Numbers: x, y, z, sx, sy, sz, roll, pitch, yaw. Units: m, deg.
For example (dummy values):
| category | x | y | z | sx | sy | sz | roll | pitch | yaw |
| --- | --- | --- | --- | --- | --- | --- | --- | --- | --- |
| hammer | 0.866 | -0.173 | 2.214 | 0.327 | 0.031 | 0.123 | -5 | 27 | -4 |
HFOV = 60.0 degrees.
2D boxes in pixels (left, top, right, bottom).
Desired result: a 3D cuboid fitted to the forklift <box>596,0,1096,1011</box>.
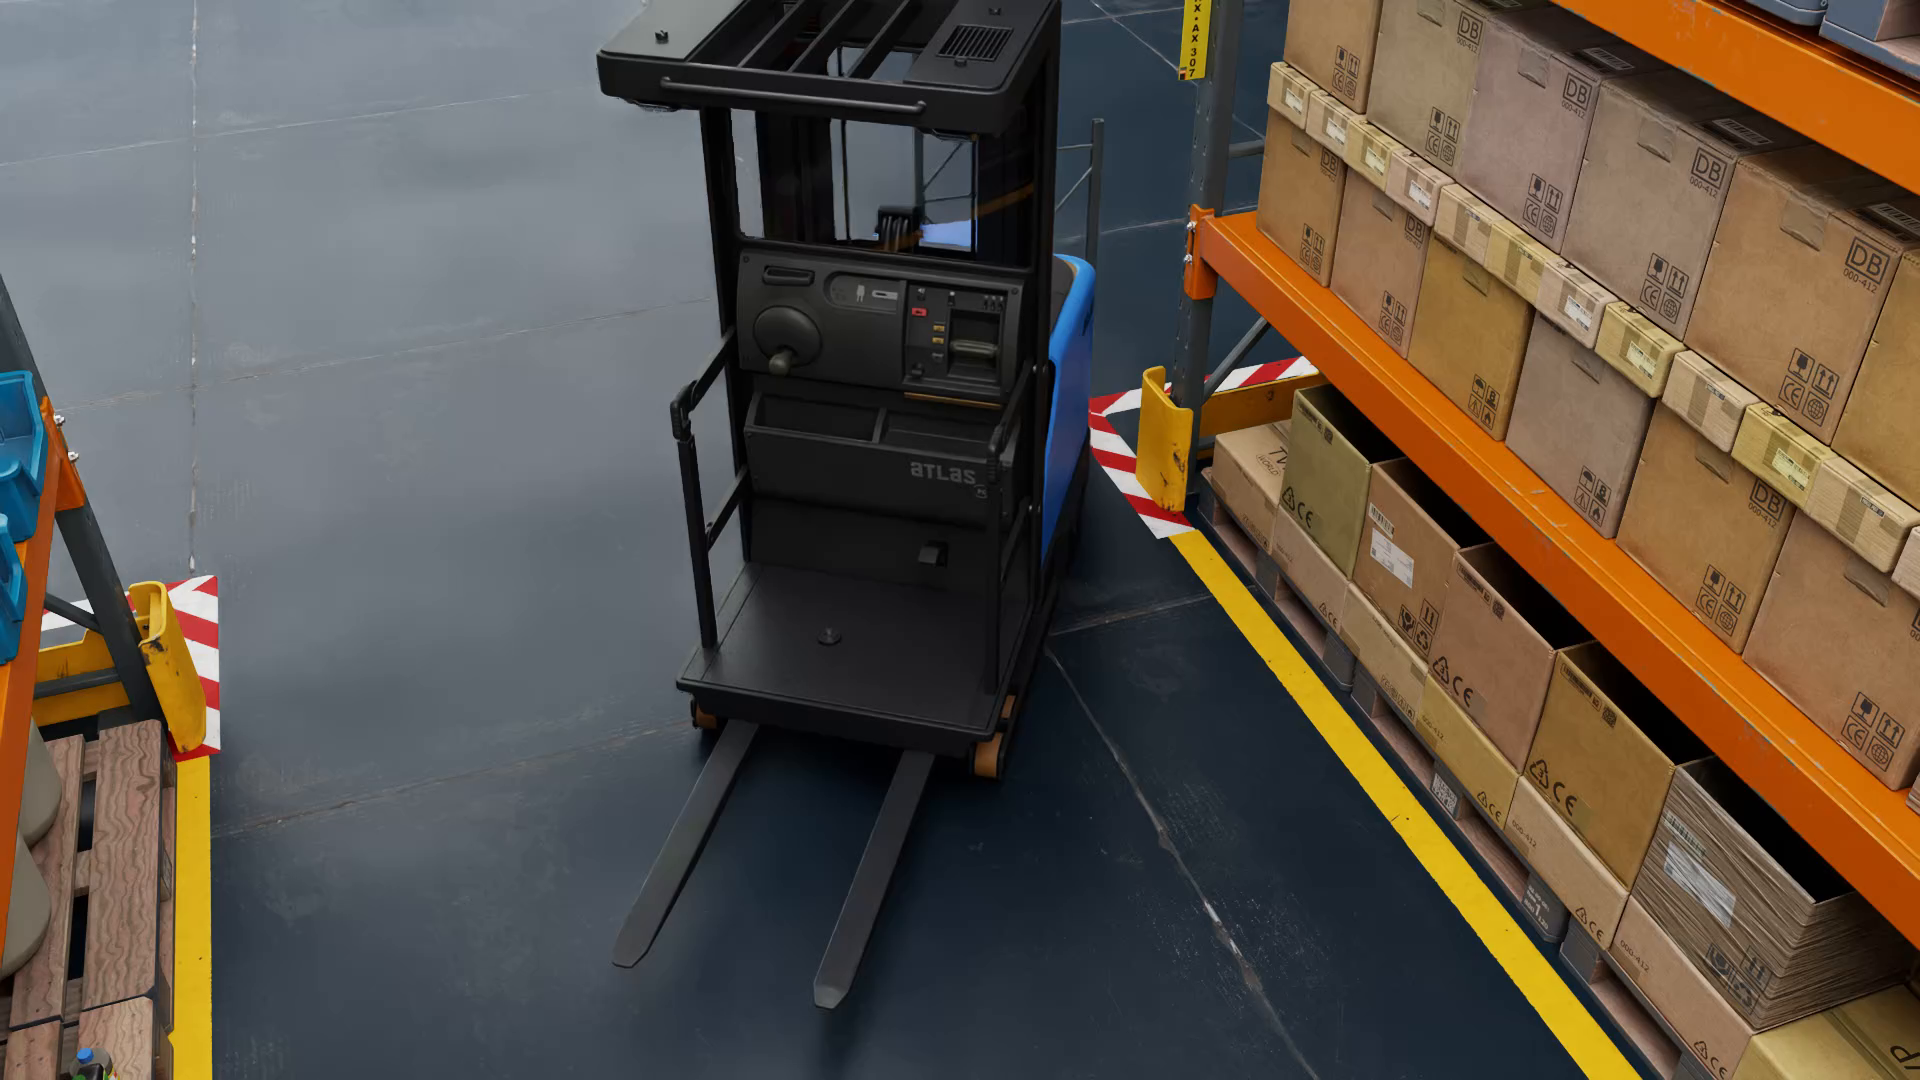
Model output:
| category | x | y | z | sx | sy | sz | roll | pitch | yaw |
| --- | --- | --- | --- | --- | --- | --- | --- | --- | --- |
| forklift | -0.312 | -0.614 | 5.129 | 1.130 | 2.935 | 3.031 | 8 | 38 | 11 |

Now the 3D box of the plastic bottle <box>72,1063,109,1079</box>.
| category | x | y | z | sx | sy | sz | roll | pitch | yaw |
| --- | --- | --- | --- | --- | --- | --- | --- | --- | --- |
| plastic bottle | -2.203 | 1.435 | 4.244 | 0.061 | 0.283 | 0.133 | -12 | 38 | -15 |

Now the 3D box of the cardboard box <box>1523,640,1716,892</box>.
| category | x | y | z | sx | sy | sz | roll | pitch | yaw |
| --- | --- | --- | --- | --- | --- | --- | --- | --- | --- |
| cardboard box | 2.023 | 0.601 | 4.773 | 0.500 | 0.500 | 0.500 | -12 | 39 | -16 |

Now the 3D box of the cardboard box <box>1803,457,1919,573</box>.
| category | x | y | z | sx | sy | sz | roll | pitch | yaw |
| --- | --- | --- | --- | --- | --- | --- | --- | --- | --- |
| cardboard box | 2.163 | -0.091 | 3.756 | 0.380 | 0.149 | 0.250 | -13 | 39 | -16 |

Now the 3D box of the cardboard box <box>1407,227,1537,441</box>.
| category | x | y | z | sx | sy | sz | roll | pitch | yaw |
| --- | --- | --- | --- | --- | --- | --- | --- | --- | --- |
| cardboard box | 1.847 | -0.703 | 5.107 | 0.700 | 0.500 | 0.500 | -12 | 39 | -16 |

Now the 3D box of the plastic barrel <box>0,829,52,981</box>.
| category | x | y | z | sx | sy | sz | roll | pitch | yaw |
| --- | --- | --- | --- | --- | --- | --- | --- | --- | --- |
| plastic barrel | -2.833 | 0.982 | 4.672 | 0.421 | 0.512 | 0.421 | 0 | 37 | 0 |

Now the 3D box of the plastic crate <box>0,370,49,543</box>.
| category | x | y | z | sx | sy | sz | roll | pitch | yaw |
| --- | --- | --- | --- | --- | --- | --- | --- | --- | --- |
| plastic crate | -2.851 | -0.203 | 4.650 | 0.499 | 0.251 | 0.616 | -12 | 39 | -16 |

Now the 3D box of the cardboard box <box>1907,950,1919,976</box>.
| category | x | y | z | sx | sy | sz | roll | pitch | yaw |
| --- | --- | --- | --- | --- | --- | --- | --- | --- | --- |
| cardboard box | 2.679 | 0.776 | 4.539 | 0.500 | 0.500 | 0.500 | -12 | 39 | -16 |

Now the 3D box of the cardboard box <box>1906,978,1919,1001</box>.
| category | x | y | z | sx | sy | sz | roll | pitch | yaw |
| --- | --- | --- | --- | --- | --- | --- | --- | --- | --- |
| cardboard box | 2.850 | 1.359 | 4.389 | 0.500 | 0.250 | 0.500 | -12 | 39 | -16 |

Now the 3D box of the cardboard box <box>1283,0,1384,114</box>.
| category | x | y | z | sx | sy | sz | roll | pitch | yaw |
| --- | --- | --- | --- | --- | --- | --- | --- | --- | --- |
| cardboard box | 1.515 | -1.769 | 5.444 | 0.700 | 0.500 | 0.500 | -12 | 39 | -16 |

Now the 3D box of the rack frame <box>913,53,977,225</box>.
| category | x | y | z | sx | sy | sz | roll | pitch | yaw |
| --- | --- | --- | --- | --- | --- | --- | --- | --- | --- |
| rack frame | 0.042 | -1.570 | 7.588 | 0.500 | 1.500 | 0.032 | -9 | 38 | -12 |

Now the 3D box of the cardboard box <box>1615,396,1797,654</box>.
| category | x | y | z | sx | sy | sz | roll | pitch | yaw |
| --- | --- | --- | --- | --- | --- | --- | --- | --- | --- |
| cardboard box | 2.209 | -0.117 | 4.329 | 0.700 | 0.500 | 0.500 | -12 | 39 | -15 |

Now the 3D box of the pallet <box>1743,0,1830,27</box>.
| category | x | y | z | sx | sy | sz | roll | pitch | yaw |
| --- | --- | --- | --- | --- | --- | --- | --- | --- | --- |
| pallet | 1.991 | -1.574 | 3.928 | 1.003 | 0.211 | 1.213 | -12 | 39 | -16 |

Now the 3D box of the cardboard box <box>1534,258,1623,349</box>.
| category | x | y | z | sx | sy | sz | roll | pitch | yaw |
| --- | --- | --- | --- | --- | --- | --- | --- | --- | --- |
| cardboard box | 1.809 | -0.671 | 4.526 | 0.380 | 0.149 | 0.250 | -12 | 39 | -16 |

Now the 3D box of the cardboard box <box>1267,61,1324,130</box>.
| category | x | y | z | sx | sy | sz | roll | pitch | yaw |
| --- | --- | --- | --- | --- | --- | --- | --- | --- | --- |
| cardboard box | 1.281 | -1.540 | 5.679 | 0.380 | 0.149 | 0.250 | -13 | 39 | -16 |

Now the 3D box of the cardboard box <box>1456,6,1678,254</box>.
| category | x | y | z | sx | sy | sz | roll | pitch | yaw |
| --- | --- | --- | --- | --- | --- | --- | --- | --- | --- |
| cardboard box | 1.875 | -1.188 | 4.673 | 0.700 | 0.500 | 0.500 | -12 | 39 | -16 |

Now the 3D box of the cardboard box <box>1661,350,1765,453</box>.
| category | x | y | z | sx | sy | sz | roll | pitch | yaw |
| --- | --- | --- | --- | --- | --- | --- | --- | --- | --- |
| cardboard box | 1.994 | -0.373 | 4.130 | 0.380 | 0.149 | 0.250 | -11 | 38 | -15 |

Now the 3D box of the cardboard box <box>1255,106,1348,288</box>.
| category | x | y | z | sx | sy | sz | roll | pitch | yaw |
| --- | --- | --- | --- | --- | --- | --- | --- | --- | --- |
| cardboard box | 1.497 | -1.280 | 5.874 | 0.700 | 0.500 | 0.500 | -12 | 39 | -16 |

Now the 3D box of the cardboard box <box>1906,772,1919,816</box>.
| category | x | y | z | sx | sy | sz | roll | pitch | yaw |
| --- | --- | --- | --- | --- | --- | --- | --- | --- | --- |
| cardboard box | 2.566 | 0.464 | 3.558 | 0.700 | 0.500 | 0.500 | -13 | 39 | -17 |

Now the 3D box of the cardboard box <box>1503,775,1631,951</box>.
| category | x | y | z | sx | sy | sz | roll | pitch | yaw |
| --- | --- | --- | --- | --- | --- | --- | --- | --- | --- |
| cardboard box | 2.011 | 0.903 | 4.995 | 0.500 | 0.250 | 0.500 | -12 | 39 | -16 |

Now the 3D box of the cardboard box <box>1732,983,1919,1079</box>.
| category | x | y | z | sx | sy | sz | roll | pitch | yaw |
| --- | --- | --- | --- | --- | --- | --- | --- | --- | --- |
| cardboard box | 2.360 | 1.467 | 4.246 | 0.500 | 0.250 | 0.500 | -12 | 39 | -16 |

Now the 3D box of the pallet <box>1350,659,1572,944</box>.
| category | x | y | z | sx | sy | sz | roll | pitch | yaw |
| --- | --- | --- | --- | --- | --- | --- | --- | --- | --- |
| pallet | 2.067 | 0.718 | 5.621 | 1.003 | 0.211 | 1.213 | -12 | 39 | -16 |

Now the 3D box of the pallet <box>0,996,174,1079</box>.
| category | x | y | z | sx | sy | sz | roll | pitch | yaw |
| --- | --- | --- | --- | --- | --- | --- | --- | --- | --- |
| pallet | -2.543 | 1.812 | 4.169 | 1.003 | 0.211 | 1.213 | -12 | 39 | -16 |

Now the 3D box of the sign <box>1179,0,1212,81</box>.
| category | x | y | z | sx | sy | sz | roll | pitch | yaw |
| --- | --- | --- | --- | --- | --- | --- | --- | --- | --- |
| sign | 0.825 | -1.773 | 5.825 | 0.100 | 0.325 | 0.005 | -12 | 39 | -16 |

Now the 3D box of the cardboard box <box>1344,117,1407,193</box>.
| category | x | y | z | sx | sy | sz | roll | pitch | yaw |
| --- | --- | --- | --- | --- | --- | --- | --- | --- | --- |
| cardboard box | 1.459 | -1.250 | 5.294 | 0.380 | 0.149 | 0.250 | -12 | 39 | -16 |

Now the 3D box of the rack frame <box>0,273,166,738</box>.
| category | x | y | z | sx | sy | sz | roll | pitch | yaw |
| --- | --- | --- | --- | --- | --- | --- | --- | --- | --- |
| rack frame | -3.304 | -0.483 | 4.899 | 1.000 | 3.000 | 0.127 | -12 | 39 | -16 |

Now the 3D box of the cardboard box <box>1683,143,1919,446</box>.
| category | x | y | z | sx | sy | sz | roll | pitch | yaw |
| --- | --- | --- | --- | --- | --- | --- | --- | --- | --- |
| cardboard box | 2.219 | -0.623 | 3.922 | 0.700 | 0.500 | 0.500 | -12 | 39 | -16 |

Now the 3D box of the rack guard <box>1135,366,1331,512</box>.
| category | x | y | z | sx | sy | sz | roll | pitch | yaw |
| --- | --- | --- | --- | --- | --- | --- | --- | --- | --- |
| rack guard | 1.340 | -0.522 | 7.027 | 1.175 | 0.500 | 0.348 | -12 | 39 | -16 |

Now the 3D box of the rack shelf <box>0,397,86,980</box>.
| category | x | y | z | sx | sy | sz | roll | pitch | yaw |
| --- | --- | --- | --- | --- | --- | --- | --- | --- | --- |
| rack shelf | -2.616 | 0.934 | 3.615 | 1.077 | 0.370 | 4.000 | -12 | 39 | -16 |

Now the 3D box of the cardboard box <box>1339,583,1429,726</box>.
| category | x | y | z | sx | sy | sz | roll | pitch | yaw |
| --- | --- | --- | --- | --- | --- | --- | --- | --- | --- |
| cardboard box | 1.671 | 0.337 | 5.746 | 0.500 | 0.250 | 0.500 | -12 | 39 | -16 |

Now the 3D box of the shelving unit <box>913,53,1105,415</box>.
| category | x | y | z | sx | sy | sz | roll | pitch | yaw |
| --- | --- | --- | --- | --- | --- | --- | --- | --- | --- |
| shelving unit | 0.177 | -1.275 | 7.196 | 0.538 | 1.500 | 1.048 | -9 | 38 | -12 |

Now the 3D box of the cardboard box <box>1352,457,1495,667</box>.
| category | x | y | z | sx | sy | sz | roll | pitch | yaw |
| --- | --- | --- | --- | --- | --- | --- | --- | --- | --- |
| cardboard box | 1.682 | 0.035 | 5.523 | 0.500 | 0.500 | 0.500 | -12 | 39 | -16 |

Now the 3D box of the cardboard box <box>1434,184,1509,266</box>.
| category | x | y | z | sx | sy | sz | roll | pitch | yaw |
| --- | --- | --- | --- | --- | --- | --- | --- | --- | --- |
| cardboard box | 1.638 | -0.957 | 4.905 | 0.380 | 0.149 | 0.250 | -14 | 39 | -17 |

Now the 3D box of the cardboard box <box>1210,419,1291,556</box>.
| category | x | y | z | sx | sy | sz | roll | pitch | yaw |
| --- | --- | --- | --- | --- | --- | --- | --- | --- | --- |
| cardboard box | 1.324 | -0.227 | 6.495 | 0.500 | 0.250 | 0.500 | -12 | 39 | -16 |
